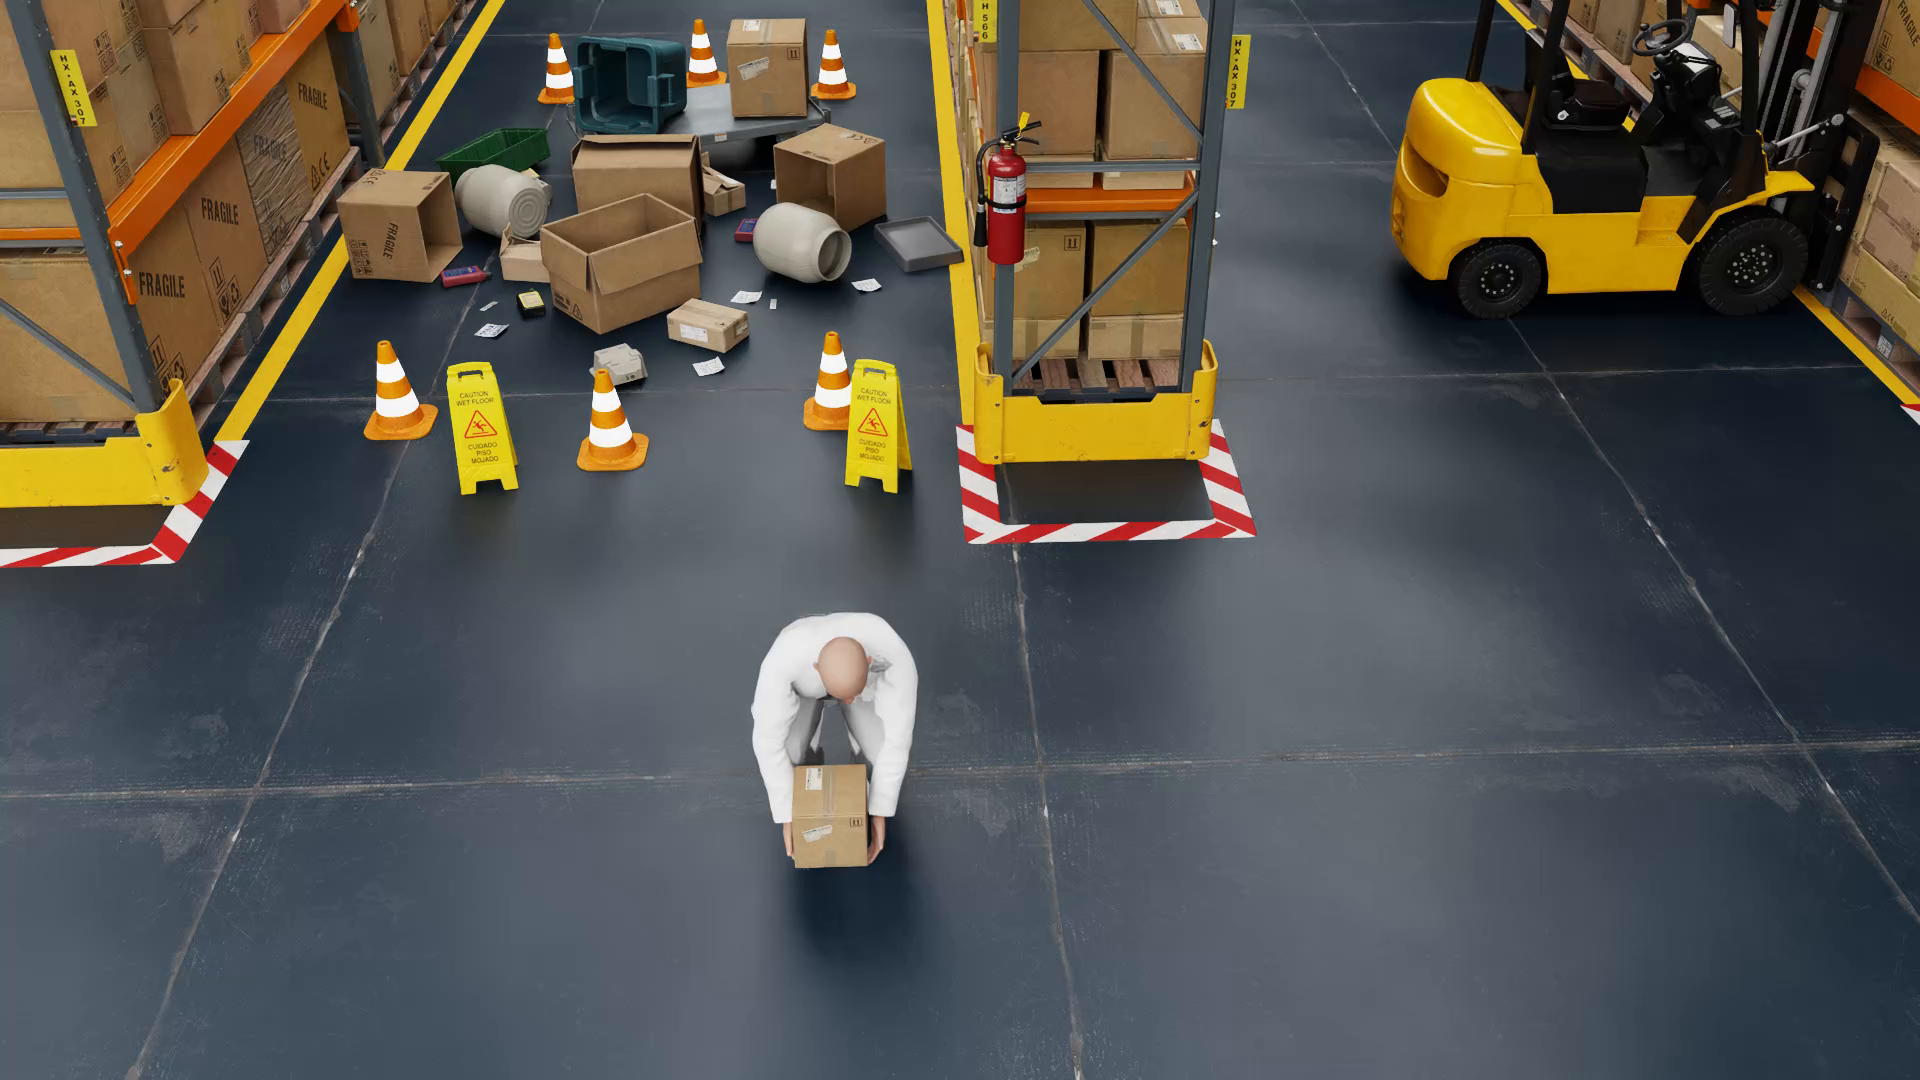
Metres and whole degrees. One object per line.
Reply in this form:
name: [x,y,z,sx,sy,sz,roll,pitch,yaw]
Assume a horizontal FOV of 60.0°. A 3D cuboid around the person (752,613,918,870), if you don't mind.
person: [-0.451,0.618,5.973,0.604,0.978,0.909,-1,35,-2]
